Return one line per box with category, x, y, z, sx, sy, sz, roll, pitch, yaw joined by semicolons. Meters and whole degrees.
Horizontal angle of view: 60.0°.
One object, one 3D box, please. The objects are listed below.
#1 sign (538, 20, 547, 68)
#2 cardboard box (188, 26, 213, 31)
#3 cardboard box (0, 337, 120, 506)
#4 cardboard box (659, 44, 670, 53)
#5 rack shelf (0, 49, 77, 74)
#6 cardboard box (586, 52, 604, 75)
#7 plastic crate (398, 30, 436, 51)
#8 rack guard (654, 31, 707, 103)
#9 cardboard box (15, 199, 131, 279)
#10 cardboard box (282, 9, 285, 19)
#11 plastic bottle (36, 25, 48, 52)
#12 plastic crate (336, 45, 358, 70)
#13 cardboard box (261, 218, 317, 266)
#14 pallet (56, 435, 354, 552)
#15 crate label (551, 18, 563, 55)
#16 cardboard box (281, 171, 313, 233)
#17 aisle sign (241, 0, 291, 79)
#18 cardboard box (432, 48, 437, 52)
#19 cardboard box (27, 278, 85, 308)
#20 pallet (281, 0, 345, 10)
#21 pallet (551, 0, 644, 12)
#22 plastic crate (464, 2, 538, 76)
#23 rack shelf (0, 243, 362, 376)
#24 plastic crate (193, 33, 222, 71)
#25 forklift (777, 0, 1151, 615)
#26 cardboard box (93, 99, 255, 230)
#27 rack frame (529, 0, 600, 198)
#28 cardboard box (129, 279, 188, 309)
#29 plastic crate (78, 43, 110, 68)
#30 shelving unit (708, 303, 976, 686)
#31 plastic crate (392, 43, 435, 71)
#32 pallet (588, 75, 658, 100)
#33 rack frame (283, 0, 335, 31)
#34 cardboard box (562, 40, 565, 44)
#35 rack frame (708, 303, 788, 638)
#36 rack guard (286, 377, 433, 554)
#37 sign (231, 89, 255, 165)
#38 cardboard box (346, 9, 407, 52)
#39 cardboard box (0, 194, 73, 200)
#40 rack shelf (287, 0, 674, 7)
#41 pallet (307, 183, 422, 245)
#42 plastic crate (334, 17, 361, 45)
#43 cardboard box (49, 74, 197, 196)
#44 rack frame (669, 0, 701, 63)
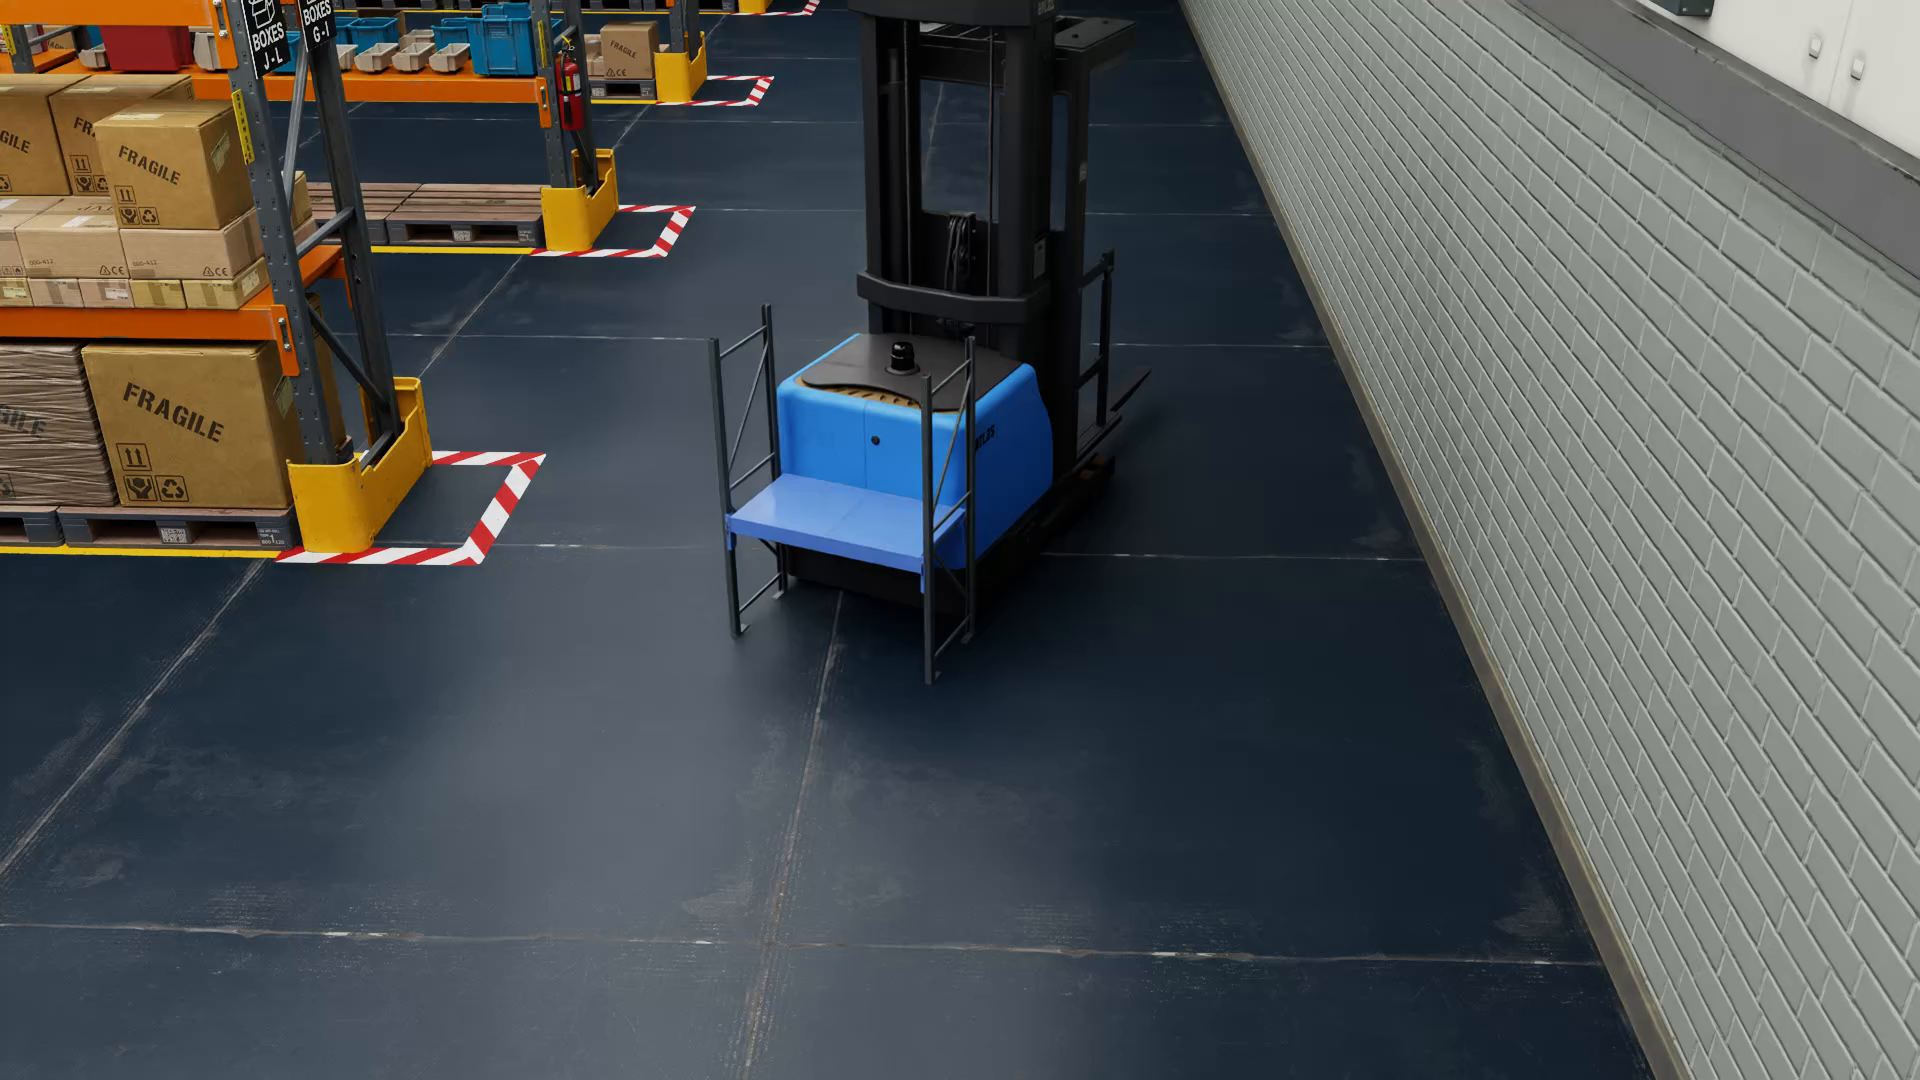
sign;-3.083;-3.664;12.286;0.005;0.325;0.100;1;28;2
cardboard box;-7.896;-5.211;17.576;0.500;0.500;0.500;1;28;2
cardboard box;-4.807;-0.767;8.814;0.875;0.875;0.875;1;28;2
cardboard box;-3.308;-5.271;18.065;0.250;0.149;0.380;1;28;2
rack shelf;-9.076;-3.631;13.166;4.000;0.370;1.077;1;28;2
cardboard box;-3.855;-5.054;17.636;0.250;0.166;0.380;1;28;2
plastic crate;-4.311;-3.973;13.261;0.298;0.136;0.250;1;28;2
rack guard;-2.977;-5.065;17.772;0.348;0.500;1.175;1;28;2
cardboard box;-4.255;-1.489;8.199;0.500;0.250;0.500;0;28;1
cardboard box;-7.374;-5.447;18.021;0.500;0.500;0.500;0;28;-1
plastic bottle;-7.429;-4.070;13.350;0.133;0.283;0.061;1;28;2
plastic crate;-4.766;-3.690;12.725;0.250;0.136;0.298;1;28;2
cardboard box;-3.598;-1.581;8.798;0.250;0.149;0.380;1;28;2
pallet;-4.057;-0.276;9.046;1.213;0.211;1.003;1;28;2
crate label;-3.315;-3.961;13.134;0.303;0.233;0.416;1;28;2
cardboard box;-3.725;-1.731;8.656;0.500;0.250;0.500;0;28;0
aisle sign;-3.193;-2.539;7.561;0.004;0.787;0.394;1;28;2
cardboard box;-5.570;-5.352;18.045;0.500;0.311;0.500;1;28;2
cardboard box;-4.383;-1.285;8.240;0.250;0.149;0.380;1;28;3
pallet;-8.724;-7.318;22.329;1.213;0.211;1.003;1;28;2
pallet;-4.748;-7.253;22.207;1.213;0.211;1.003;1;28;2
plastic crate;-3.421;-3.810;12.633;0.499;0.435;0.616;1;28;2
rack shelf;-5.253;-1.247;8.668;4.000;0.370;1.077;1;28;2
plastic crate;-5.558;-3.779;12.738;0.530;0.282;0.437;1;28;2
forklift;0.218;-1.601;8.641;1.130;2.935;3.031;13;31;23
cardboard box;-3.751;-1.813;8.010;0.500;0.500;0.500;1;28;2
rack frame;-3.080;-3.850;12.810;0.127;3.000;1.000;1;28;2
cardboard box;-3.882;-1.276;8.223;0.250;0.149;0.380;1;28;2
plastic crate;-6.617;-3.752;12.842;0.243;0.136;0.396;1;28;2
shelving unit;-0.508;-0.211;7.543;1.048;1.500;0.538;12;31;21
plastic crate;-4.190;-3.700;12.745;0.243;0.136;0.396;1;28;2
pallet;-3.774;-4.950;17.863;1.213;0.211;1.003;1;28;2
rack frame;-6.899;-6.235;17.309;0.127;3.000;1.000;1;28;2
cardboard box;-4.434;-5.306;18.023;0.500;0.250;0.500;1;28;2
rack frame;-0.973;-0.308;7.726;0.032;1.500;0.500;12;31;21
rack guard;-3.231;-0.427;9.021;0.348;0.500;1.175;1;28;2
sign;-3.288;-1.894;7.631;0.005;0.325;0.100;1;28;2
cardboard box;-6.319;-5.448;18.024;0.500;0.500;0.500;1;28;2
cardboard box;-4.747;-1.747;8.685;0.500;0.250;0.500;0;28;0
rack shelf;-4.900;-5.884;17.415;4.000;0.370;1.077;1;28;2
pallet;-5.119;-2.671;13.564;1.213;0.211;1.003;1;28;2
plastic crate;-4.931;-3.987;13.184;0.300;0.233;0.416;1;28;2
cardboard box;-4.225;-2.071;8.496;0.500;0.500;0.500;0;28;1
rack frame;-2.901;-6.169;17.184;0.127;3.000;1.000;1;28;2
